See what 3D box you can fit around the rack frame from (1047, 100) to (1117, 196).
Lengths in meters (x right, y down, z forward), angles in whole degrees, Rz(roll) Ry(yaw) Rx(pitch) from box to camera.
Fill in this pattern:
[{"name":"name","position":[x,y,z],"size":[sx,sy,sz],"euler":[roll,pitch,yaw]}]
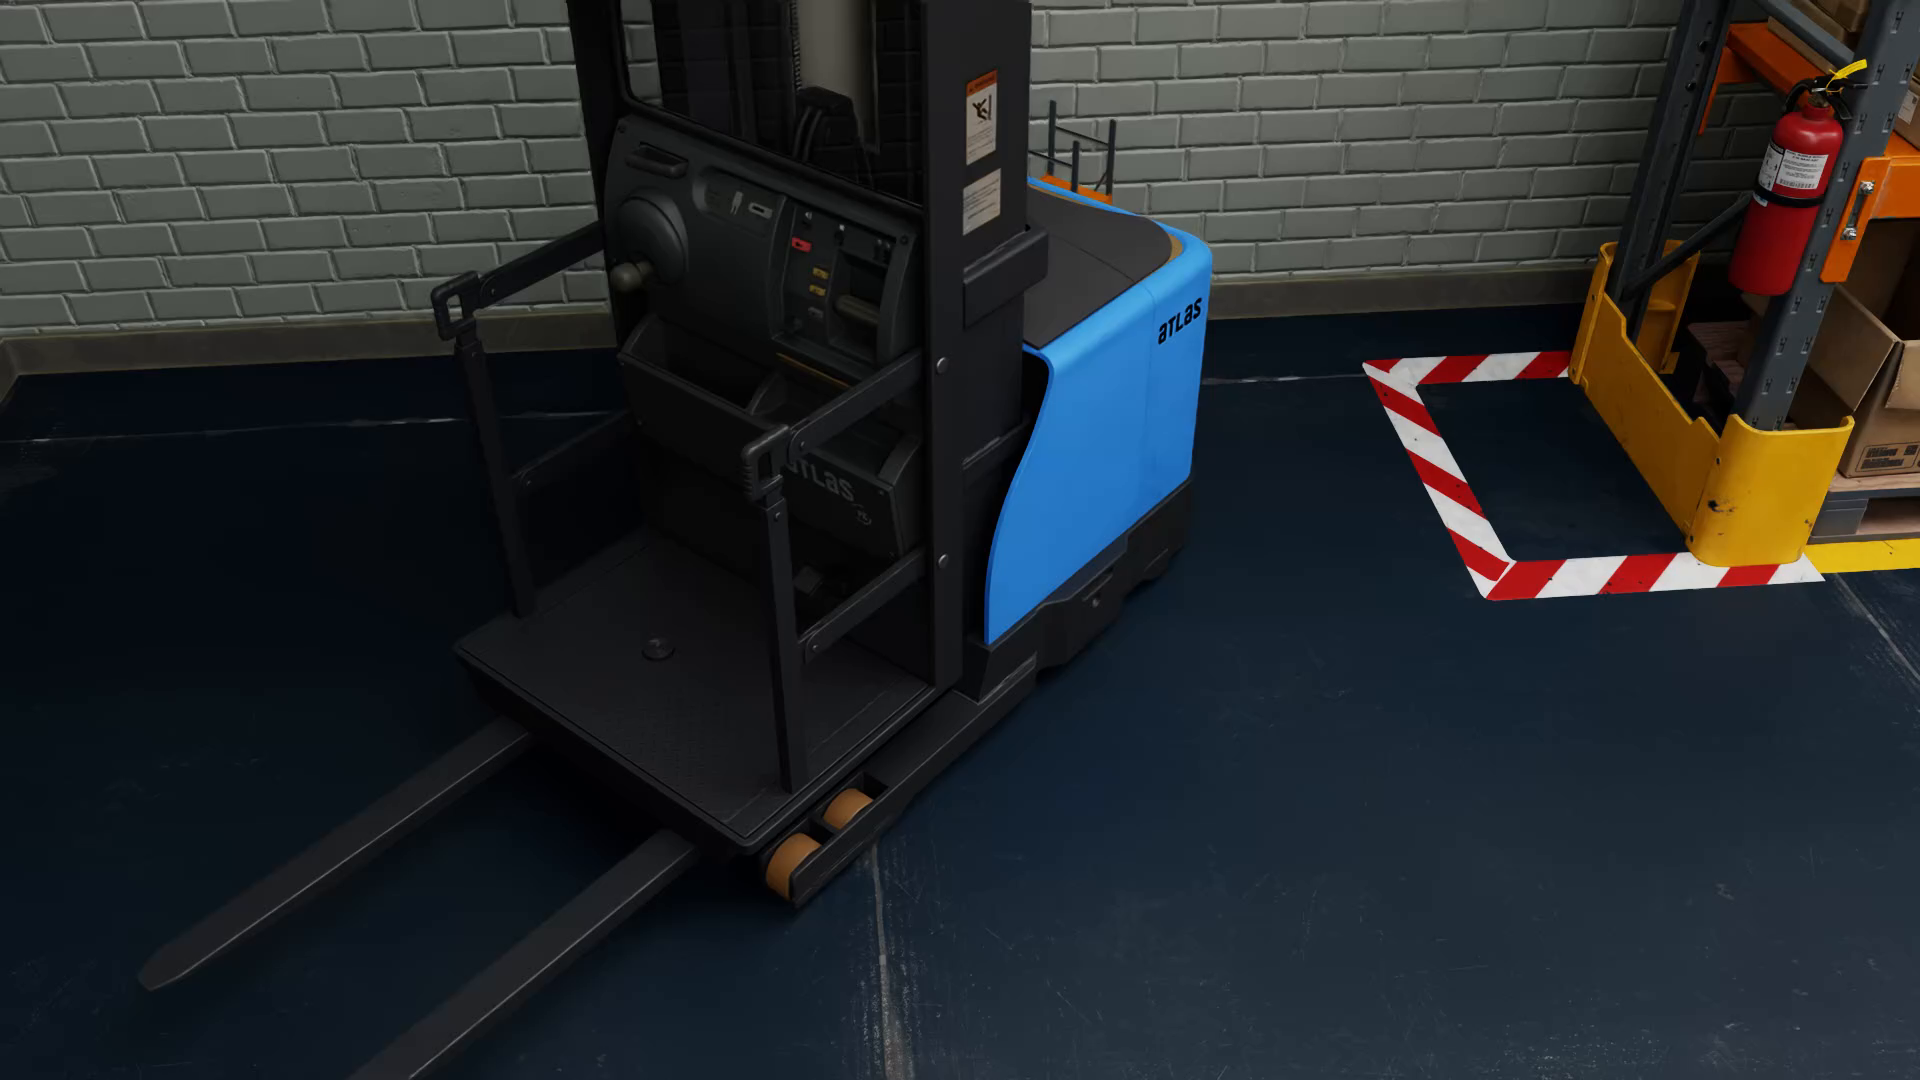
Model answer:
[{"name":"rack frame","position":[0.364,-0.802,5.298],"size":[0.240,1.200,0.006],"euler":[27,45,30]}]

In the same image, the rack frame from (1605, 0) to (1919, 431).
[{"name":"rack frame","position":[2.338,-1.456,4.673],"size":[0.127,3.000,1.000],"euler":[-3,38,-4]}]

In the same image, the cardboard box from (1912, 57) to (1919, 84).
[{"name":"cardboard box","position":[2.813,-1.372,4.448],"size":[0.500,0.250,0.500],"euler":[-3,38,-4]}]

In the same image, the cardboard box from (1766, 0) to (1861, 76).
[{"name":"cardboard box","position":[2.644,-1.541,4.984],"size":[0.250,0.149,0.380],"euler":[-4,38,-4]}]

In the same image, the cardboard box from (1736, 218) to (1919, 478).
[{"name":"cardboard box","position":[2.955,-0.616,5.285],"size":[0.637,0.503,0.797],"euler":[-5,39,-6]}]

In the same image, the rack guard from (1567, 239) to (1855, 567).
[{"name":"rack guard","position":[2.413,-0.478,5.453],"size":[0.348,0.500,1.175],"euler":[-3,38,-4]}]

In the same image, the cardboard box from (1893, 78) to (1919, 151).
[{"name":"cardboard box","position":[2.689,-1.206,4.559],"size":[0.250,0.149,0.380],"euler":[-3,38,-4]}]

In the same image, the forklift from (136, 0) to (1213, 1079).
[{"name":"forklift","position":[-0.607,-0.608,3.655],"size":[1.130,2.935,3.031],"euler":[27,45,30]}]

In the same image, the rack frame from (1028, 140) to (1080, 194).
[{"name":"rack frame","position":[0.249,-0.714,5.186],"size":[0.240,1.200,0.006],"euler":[27,45,30]}]

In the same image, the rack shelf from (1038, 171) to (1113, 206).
[{"name":"rack shelf","position":[0.306,-1.006,5.046],"size":[0.258,0.103,0.180],"euler":[27,45,30]}]

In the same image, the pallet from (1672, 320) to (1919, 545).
[{"name":"pallet","position":[3.207,-0.409,5.599],"size":[1.213,0.211,1.003],"euler":[-3,38,-4]}]

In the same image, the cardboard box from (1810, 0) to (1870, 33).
[{"name":"cardboard box","position":[2.772,-1.702,4.867],"size":[0.500,0.250,0.500],"euler":[-2,38,-3]}]

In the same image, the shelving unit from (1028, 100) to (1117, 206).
[{"name":"shelving unit","position":[0.306,-0.758,5.242],"size":[0.258,1.200,0.189],"euler":[27,45,30]}]

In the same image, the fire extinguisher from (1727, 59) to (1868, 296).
[{"name":"fire extinguisher","position":[2.232,-0.986,4.441],"size":[0.183,0.674,0.296],"euler":[-3,38,-4]}]

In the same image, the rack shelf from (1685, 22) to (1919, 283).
[{"name":"rack shelf","position":[4.330,-1.283,5.035],"size":[4.000,0.370,1.077],"euler":[-3,38,-4]}]
